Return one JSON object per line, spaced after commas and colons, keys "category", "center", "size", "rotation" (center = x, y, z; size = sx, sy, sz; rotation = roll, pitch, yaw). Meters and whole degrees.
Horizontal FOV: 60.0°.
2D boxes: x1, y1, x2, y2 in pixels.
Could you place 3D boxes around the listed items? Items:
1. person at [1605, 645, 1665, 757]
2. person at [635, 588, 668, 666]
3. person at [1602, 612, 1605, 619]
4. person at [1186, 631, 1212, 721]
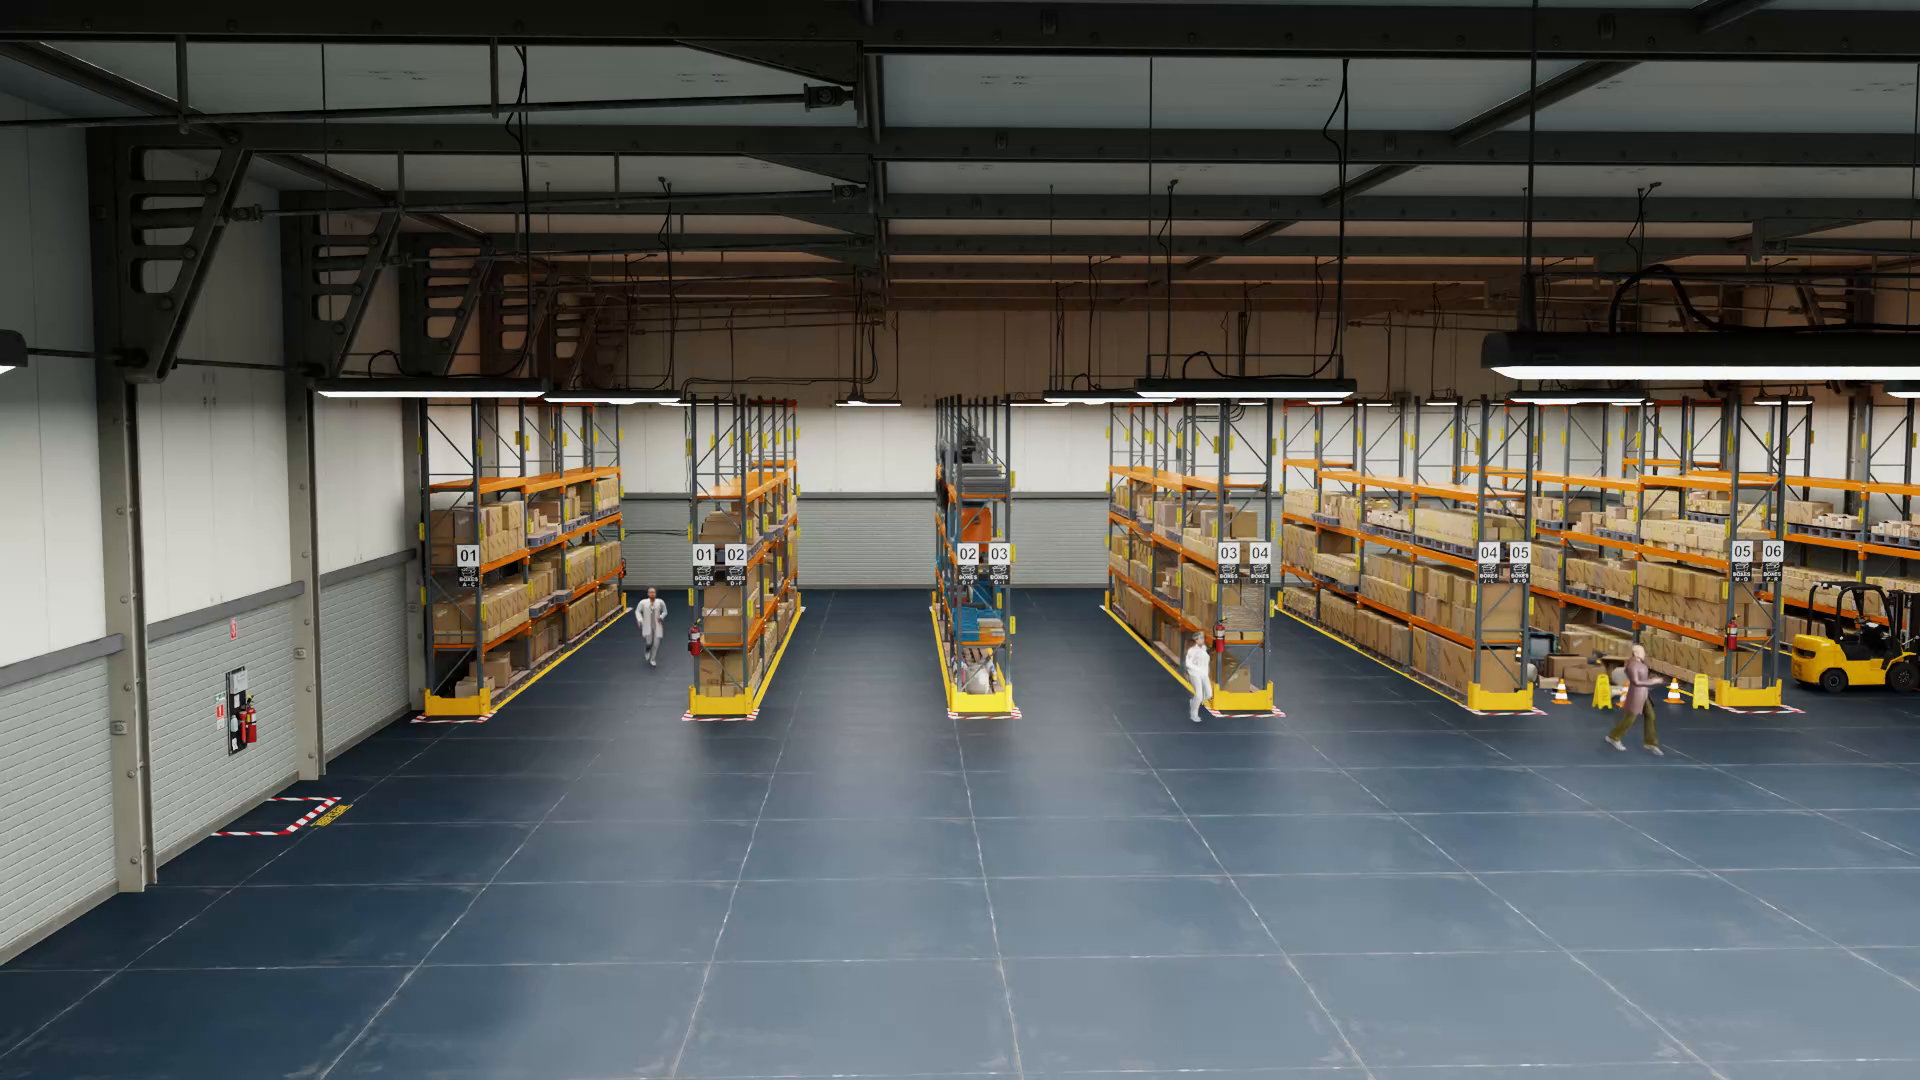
{"category": "person", "center": [11.215, 2.648, 27.590], "size": [0.929, 1.832, 0.677], "rotation": [4, 6, 40]}
{"category": "person", "center": [-6.871, 1.940, 37.130], "size": [0.707, 1.731, 0.633], "rotation": [-1, 5, -17]}
{"category": "person", "center": [17.036, 1.310, 44.518], "size": [0.699, 1.756, 0.987], "rotation": [-1, 5, -12]}
{"category": "person", "center": [4.407, 2.493, 30.601], "size": [0.582, 1.663, 0.560], "rotation": [-4, 6, -39]}
